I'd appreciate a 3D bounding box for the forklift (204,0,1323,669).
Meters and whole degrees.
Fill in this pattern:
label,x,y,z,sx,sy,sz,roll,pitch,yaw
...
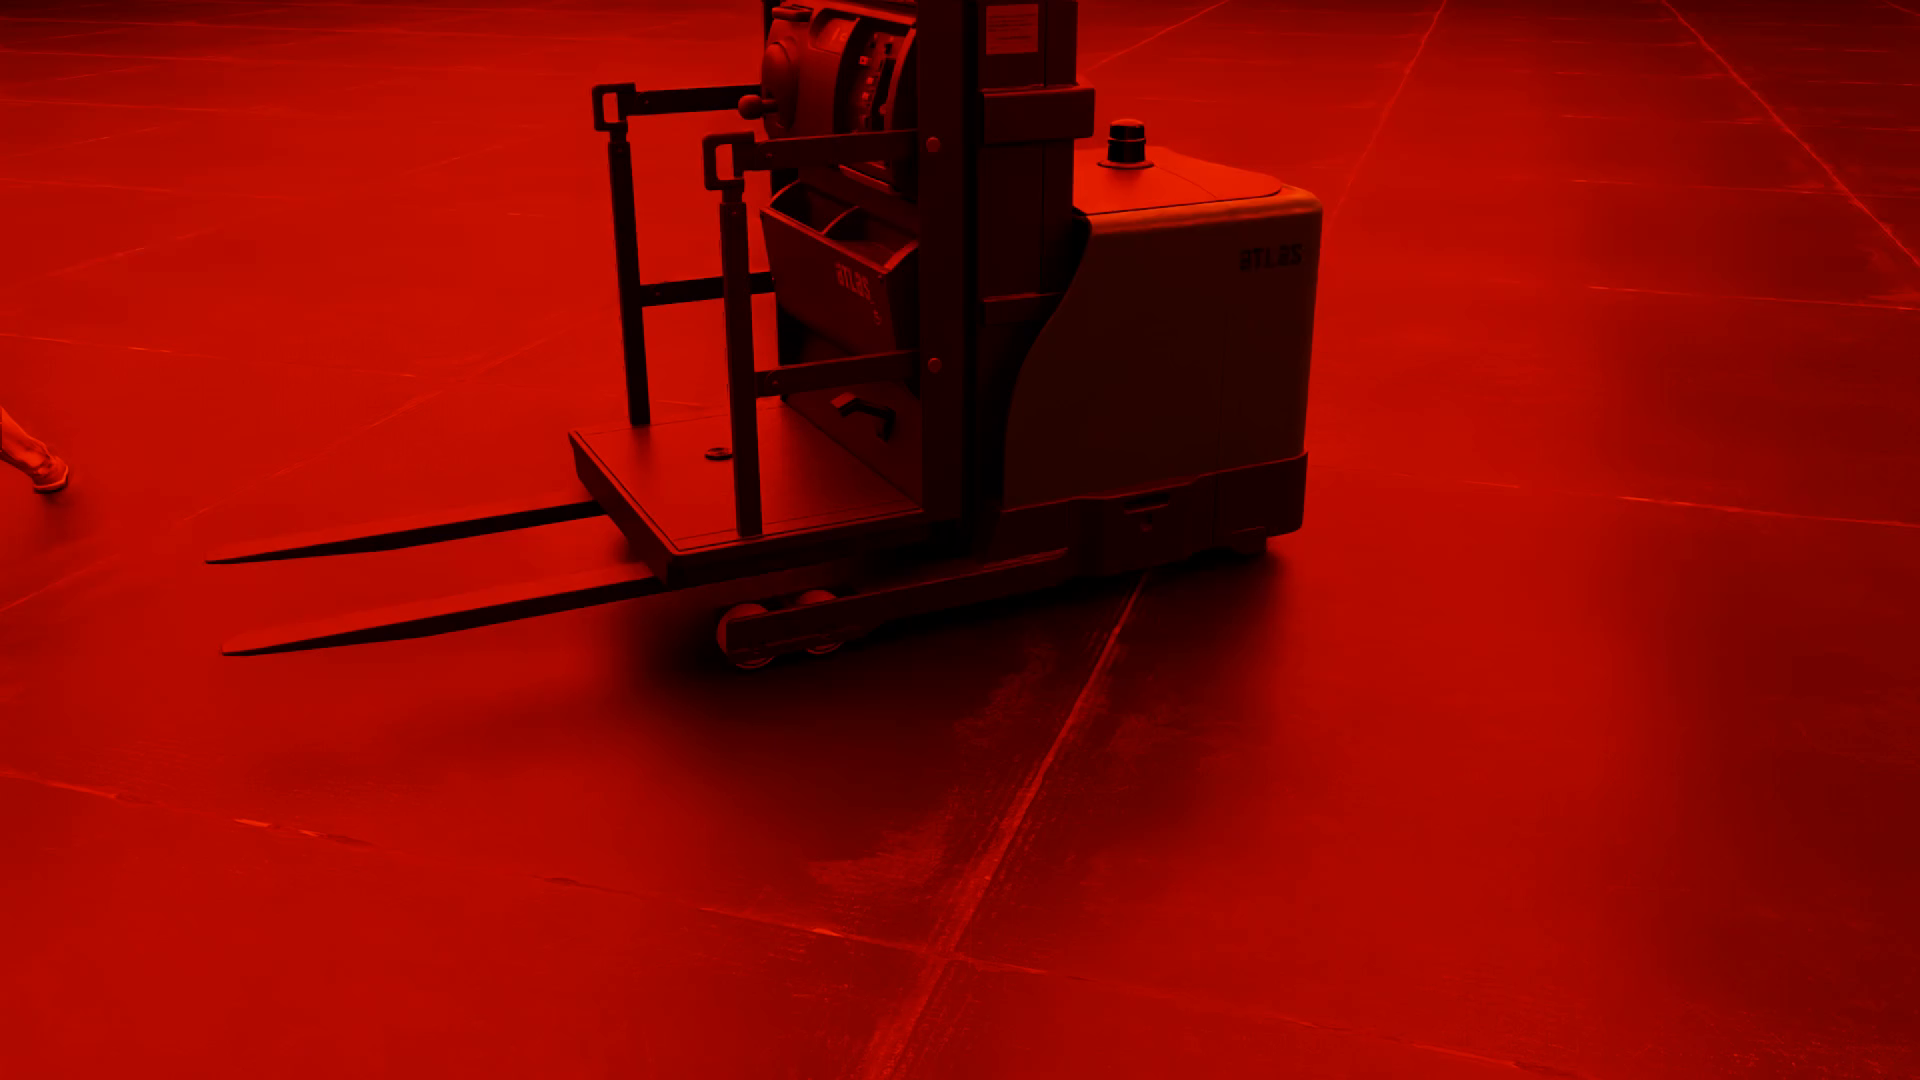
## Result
label,x,y,z,sx,sy,sz,roll,pitch,yaw
forklift,-0.513,-1.251,4.309,3.031,2.935,1.130,-11,25,-24

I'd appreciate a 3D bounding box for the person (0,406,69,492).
label,x,y,z,sx,sy,sz,roll,pitch,yaw
person,-3.507,-0.729,4.959,1.219,1.463,0.704,-7,24,-17
